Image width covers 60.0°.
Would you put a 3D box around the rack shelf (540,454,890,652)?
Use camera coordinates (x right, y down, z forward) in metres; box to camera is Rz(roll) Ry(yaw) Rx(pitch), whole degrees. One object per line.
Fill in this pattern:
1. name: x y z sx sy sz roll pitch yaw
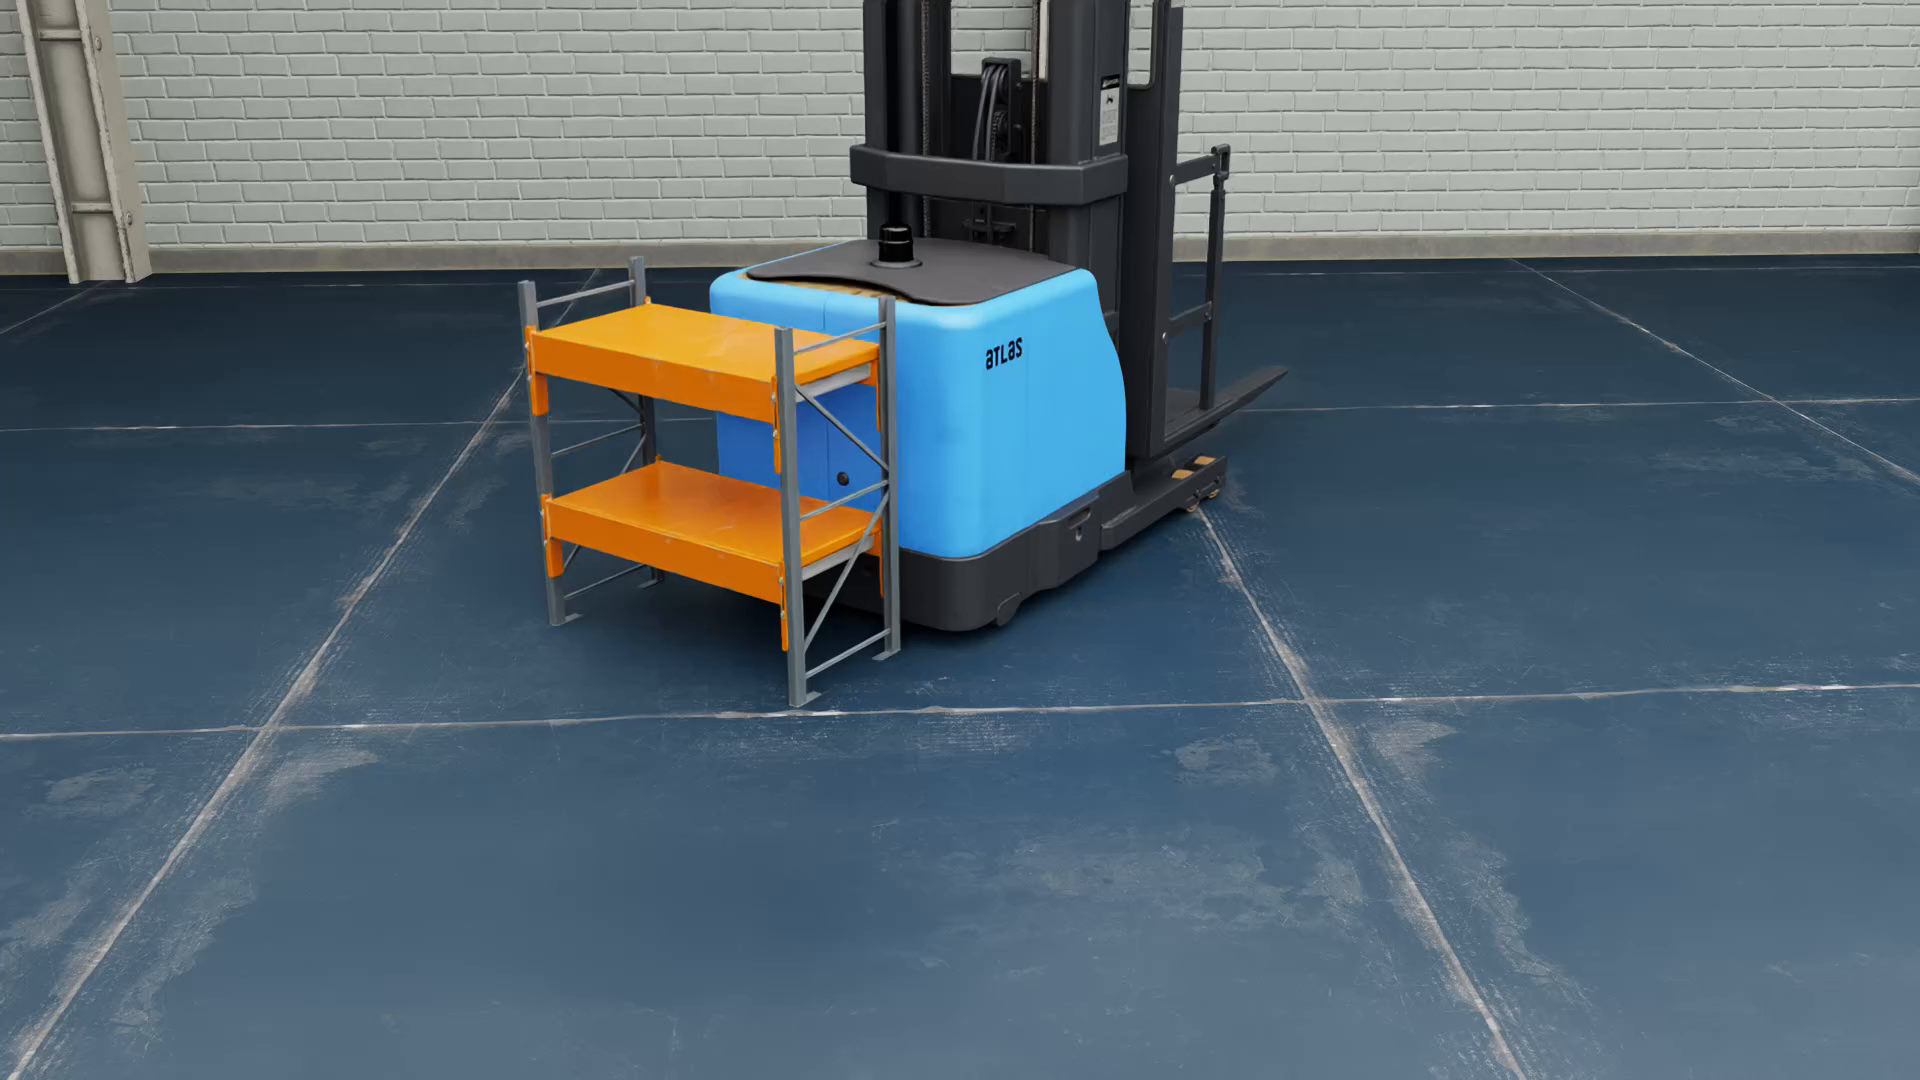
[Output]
1. rack shelf: -0.758 0.015 5.189 1.000 0.278 0.538 14 25 32

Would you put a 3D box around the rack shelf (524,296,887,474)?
1. rack shelf: -0.758 -0.487 4.997 1.000 0.278 0.538 14 25 32

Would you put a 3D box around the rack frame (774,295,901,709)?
1. rack frame: -0.342 -0.110 4.829 0.032 1.125 0.500 14 25 32

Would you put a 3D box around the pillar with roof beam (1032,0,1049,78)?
1. pillar with roof beam: 0.908 -4.446 5.151 0.400 9.000 9.100 -1 21 -3

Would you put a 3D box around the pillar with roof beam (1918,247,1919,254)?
1. pillar with roof beam: 6.898 -4.568 5.471 0.400 9.000 9.100 -1 21 -3

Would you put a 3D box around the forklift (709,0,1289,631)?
1. forklift: 0.398 -1.557 6.092 1.130 2.935 3.031 13 24 30

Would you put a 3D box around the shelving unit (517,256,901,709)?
1. shelving unit: -0.758 -0.214 5.102 1.048 1.125 0.538 14 25 32

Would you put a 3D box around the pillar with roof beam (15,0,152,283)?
1. pillar with roof beam: -5.082 -4.324 4.831 0.400 9.000 9.100 -1 21 -3

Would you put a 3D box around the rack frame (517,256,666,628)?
1. rack frame: -1.174 -0.318 5.374 0.032 1.125 0.500 14 25 32
